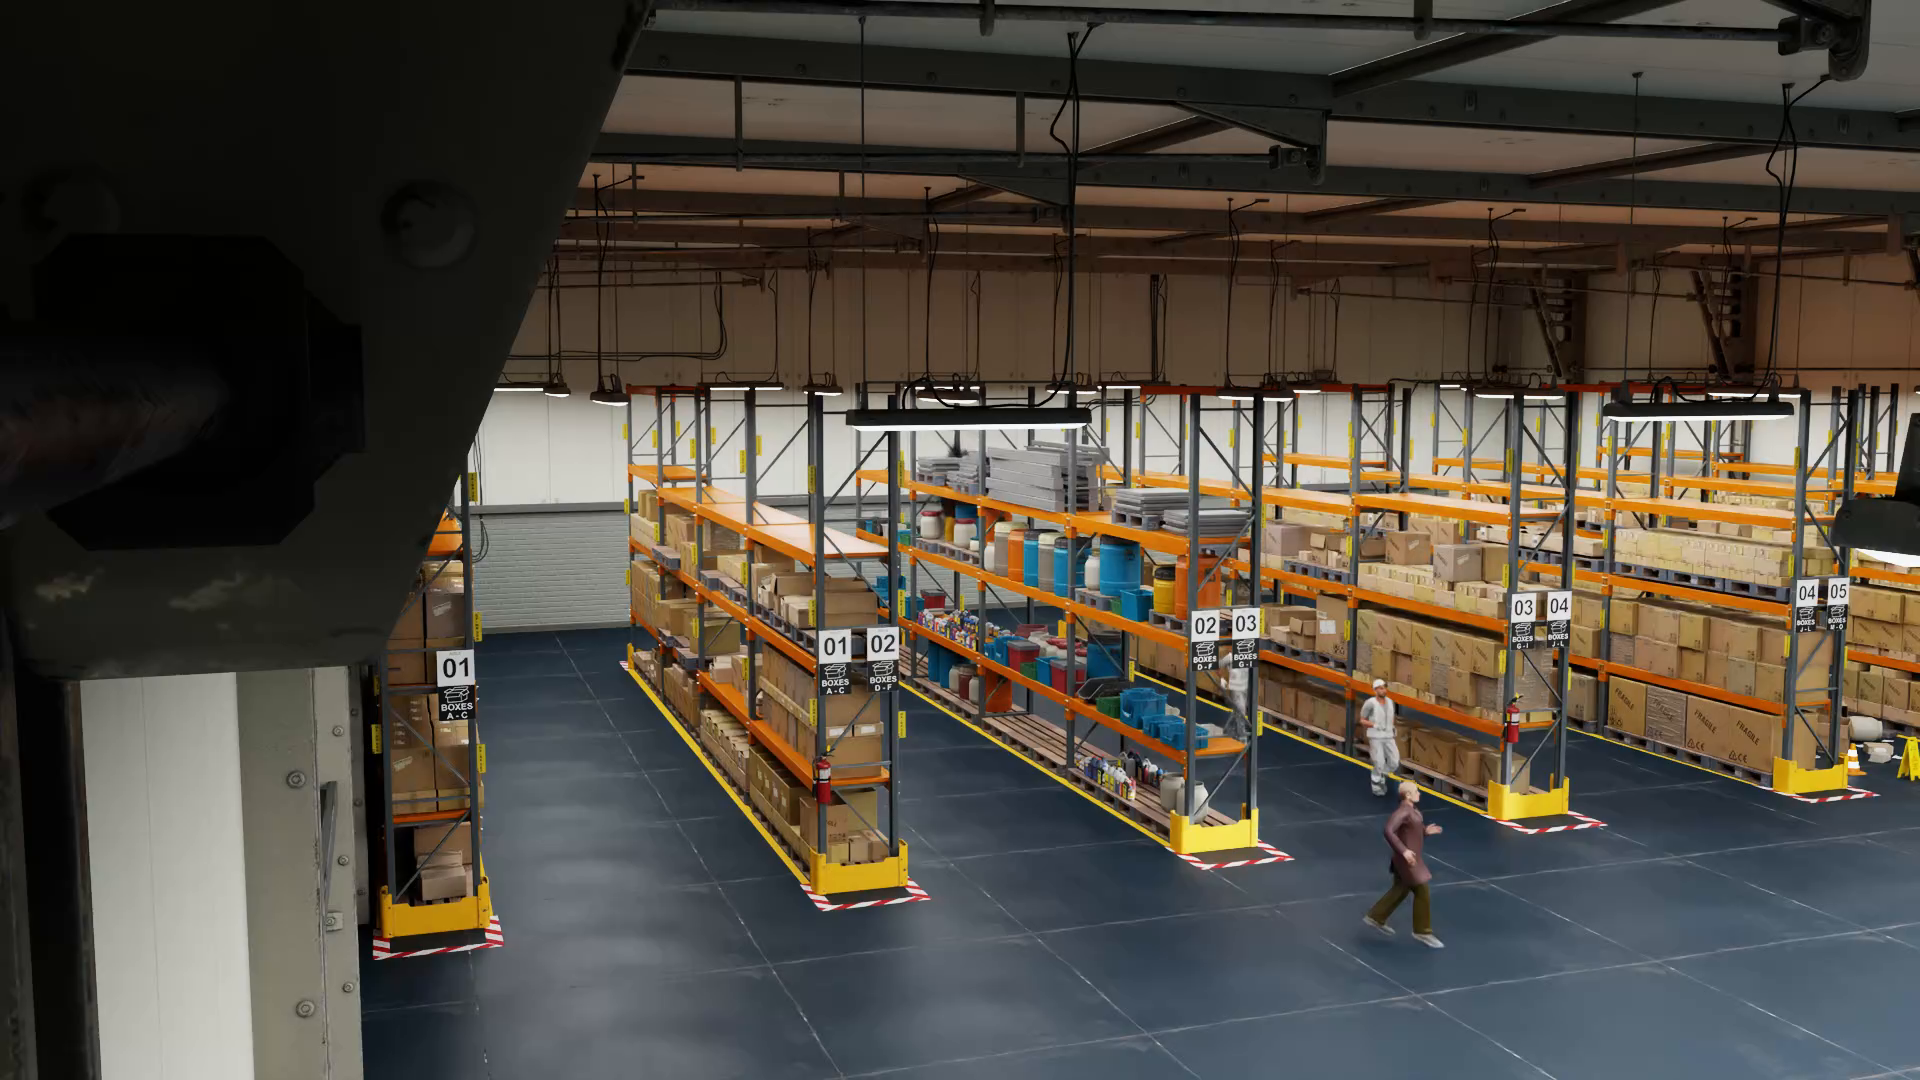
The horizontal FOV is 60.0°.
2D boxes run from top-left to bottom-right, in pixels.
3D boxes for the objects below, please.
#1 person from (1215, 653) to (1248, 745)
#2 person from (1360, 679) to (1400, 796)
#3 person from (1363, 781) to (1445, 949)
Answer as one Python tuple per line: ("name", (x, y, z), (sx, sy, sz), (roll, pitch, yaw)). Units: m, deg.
("person", (4.706, 2.539, 27.971), (0.671, 1.819, 0.897), (-4, 7, -31))
("person", (6.232, 2.928, 24.508), (0.639, 1.744, 0.547), (-2, 6, -17))
("person", (4.902, 3.553, 18.305), (0.875, 1.824, 0.694), (1, 6, 12))
